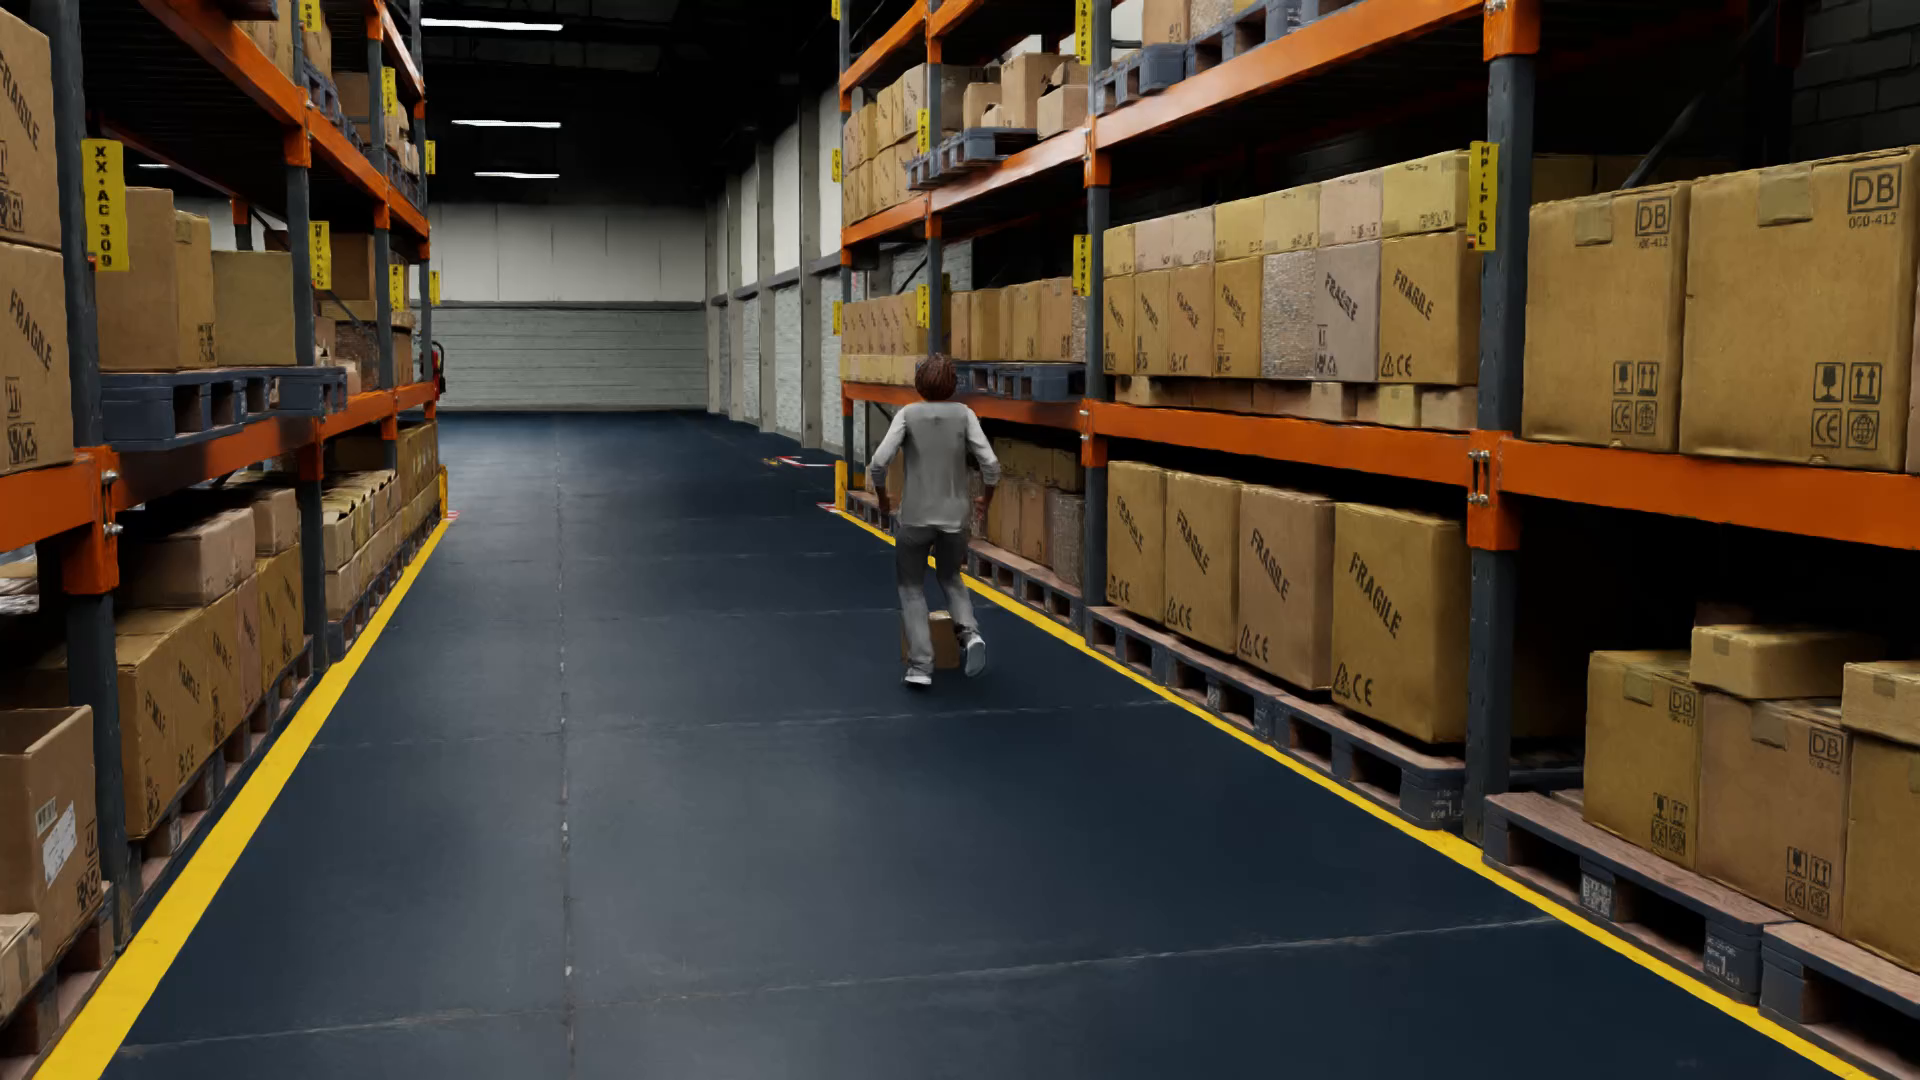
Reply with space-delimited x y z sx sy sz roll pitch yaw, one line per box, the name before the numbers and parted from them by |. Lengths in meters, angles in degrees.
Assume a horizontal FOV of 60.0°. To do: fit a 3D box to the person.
person | -0.142 -0.093 7.789 0.600 1.559 0.435 -2 7 -14
